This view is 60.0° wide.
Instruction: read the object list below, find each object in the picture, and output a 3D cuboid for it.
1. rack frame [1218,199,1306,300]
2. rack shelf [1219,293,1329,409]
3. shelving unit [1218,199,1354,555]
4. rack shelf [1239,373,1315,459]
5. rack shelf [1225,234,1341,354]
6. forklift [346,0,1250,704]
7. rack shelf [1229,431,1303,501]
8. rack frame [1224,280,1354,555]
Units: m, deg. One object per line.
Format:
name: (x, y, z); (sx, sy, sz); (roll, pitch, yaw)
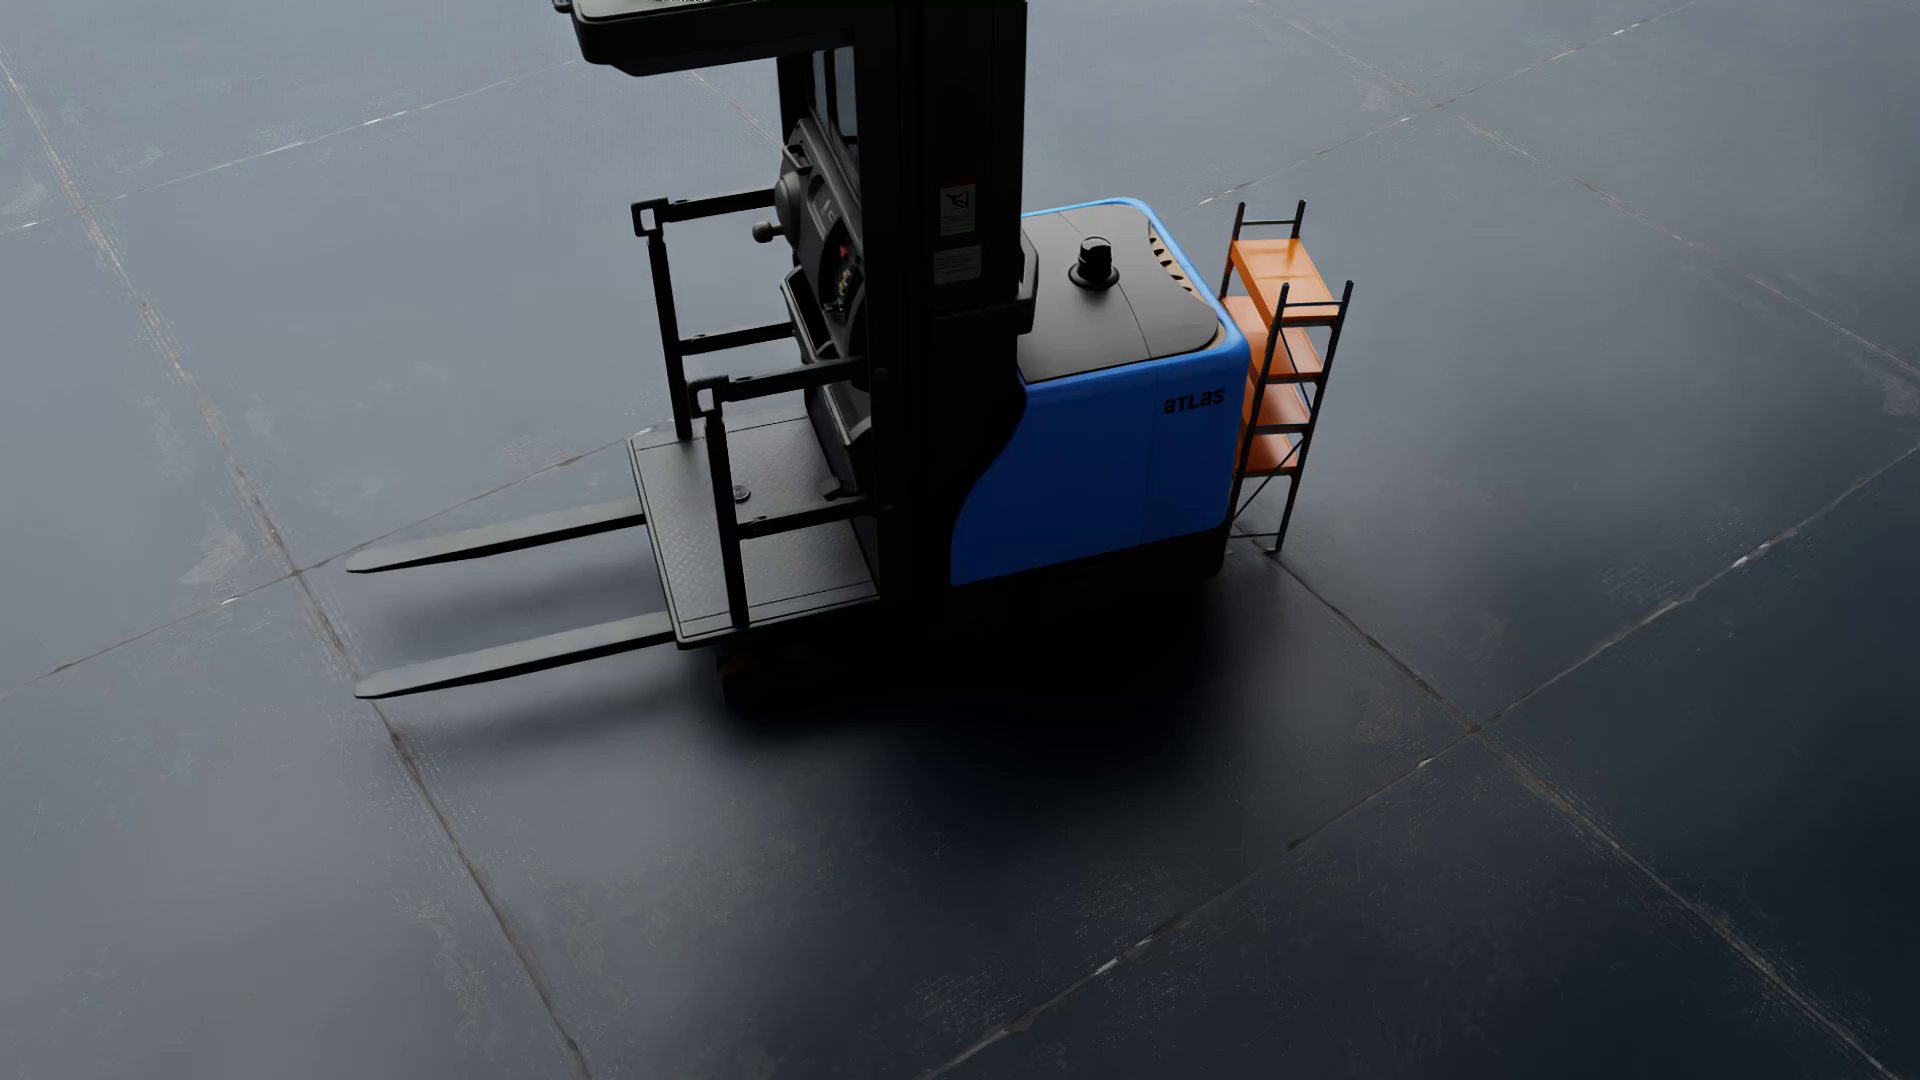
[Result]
rack frame: (1.036, -0.726, 6.130); (0.240, 1.200, 0.015); (-4, 44, -10)
rack shelf: (1.088, -0.674, 5.849); (0.258, 0.148, 0.480); (-4, 44, -10)
shelving unit: (1.077, -0.560, 5.956); (0.258, 1.200, 0.503); (-4, 44, -10)
rack shelf: (1.073, -0.511, 6.002); (0.258, 0.148, 0.480); (-4, 44, -10)
rack shelf: (1.103, -0.847, 5.688); (0.258, 0.148, 0.480); (-4, 44, -10)
forklift: (-0.617, -0.919, 5.090); (3.031, 2.935, 1.130); (-12, 45, -12)
rack shelf: (1.059, -0.366, 6.137); (0.258, 0.148, 0.480); (-4, 44, -10)
rack frame: (1.118, -0.394, 5.782); (0.240, 1.200, 0.015); (-4, 44, -10)
